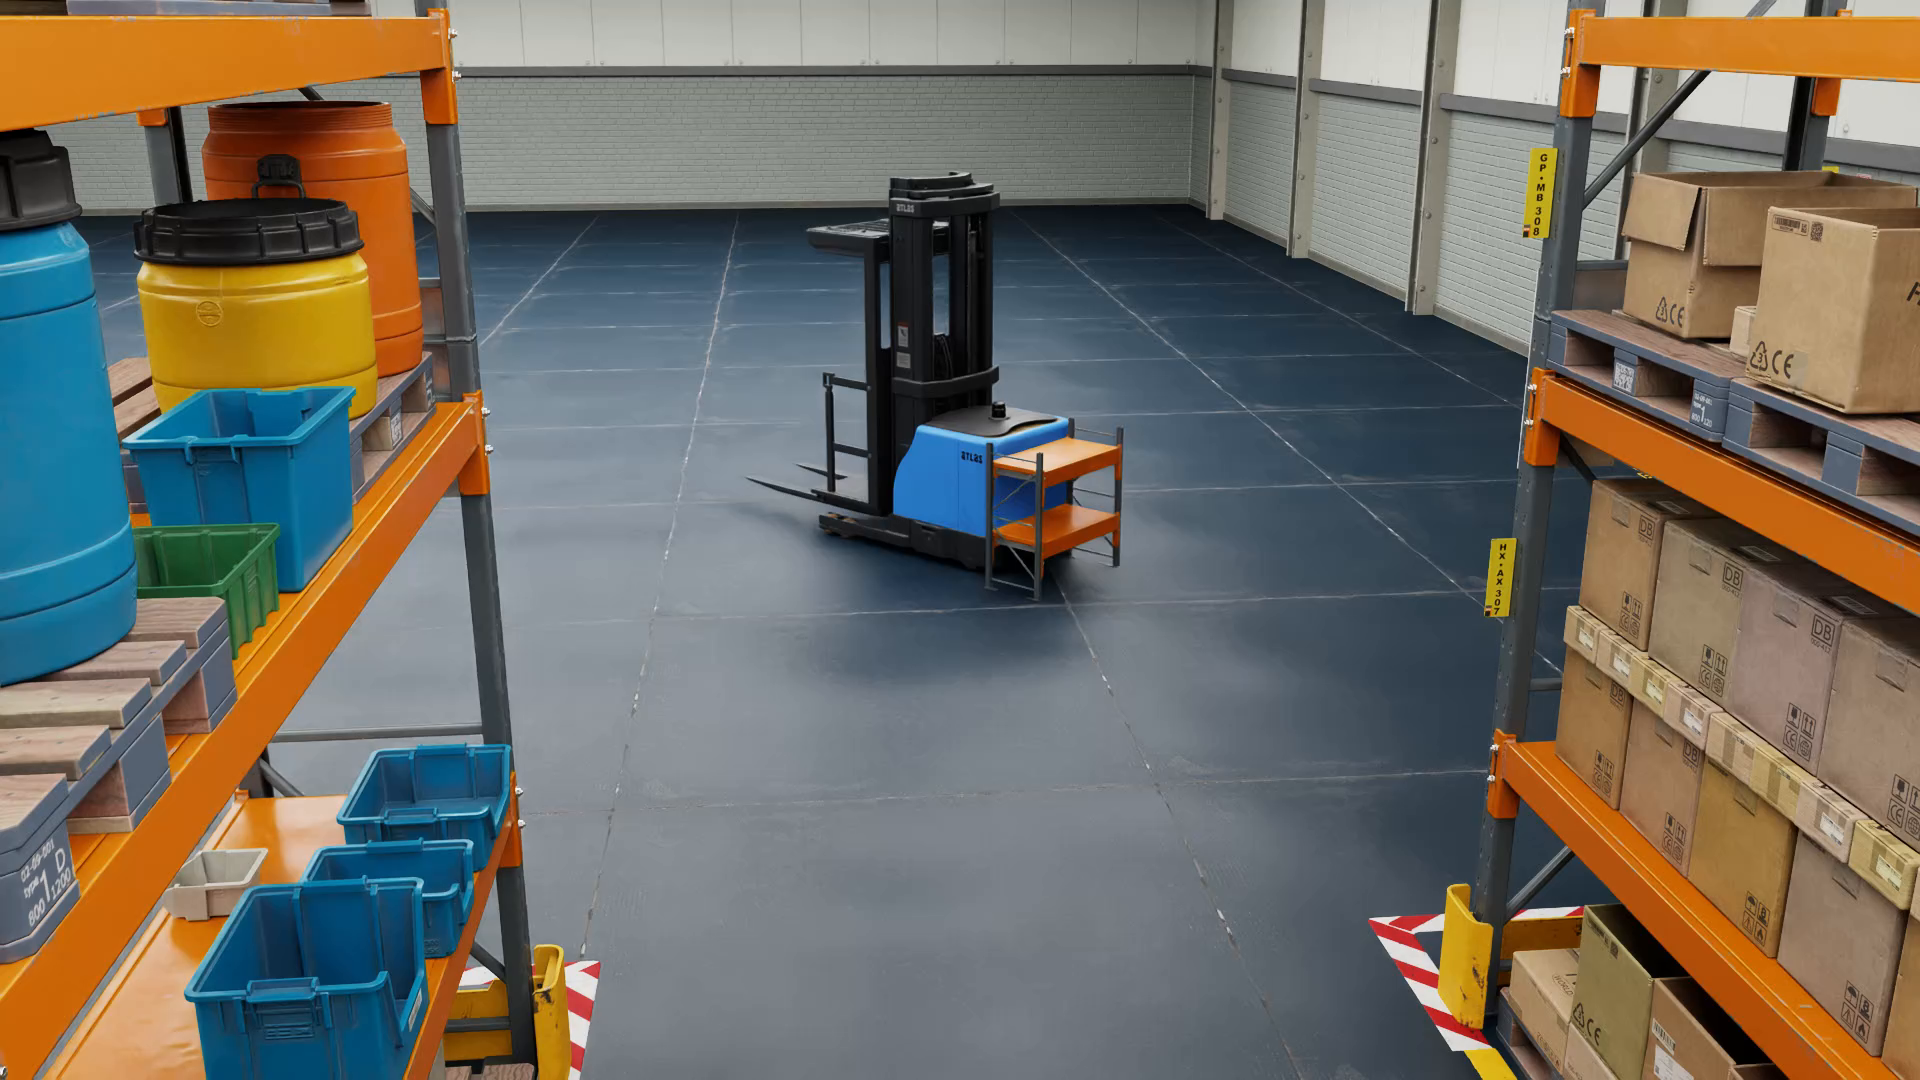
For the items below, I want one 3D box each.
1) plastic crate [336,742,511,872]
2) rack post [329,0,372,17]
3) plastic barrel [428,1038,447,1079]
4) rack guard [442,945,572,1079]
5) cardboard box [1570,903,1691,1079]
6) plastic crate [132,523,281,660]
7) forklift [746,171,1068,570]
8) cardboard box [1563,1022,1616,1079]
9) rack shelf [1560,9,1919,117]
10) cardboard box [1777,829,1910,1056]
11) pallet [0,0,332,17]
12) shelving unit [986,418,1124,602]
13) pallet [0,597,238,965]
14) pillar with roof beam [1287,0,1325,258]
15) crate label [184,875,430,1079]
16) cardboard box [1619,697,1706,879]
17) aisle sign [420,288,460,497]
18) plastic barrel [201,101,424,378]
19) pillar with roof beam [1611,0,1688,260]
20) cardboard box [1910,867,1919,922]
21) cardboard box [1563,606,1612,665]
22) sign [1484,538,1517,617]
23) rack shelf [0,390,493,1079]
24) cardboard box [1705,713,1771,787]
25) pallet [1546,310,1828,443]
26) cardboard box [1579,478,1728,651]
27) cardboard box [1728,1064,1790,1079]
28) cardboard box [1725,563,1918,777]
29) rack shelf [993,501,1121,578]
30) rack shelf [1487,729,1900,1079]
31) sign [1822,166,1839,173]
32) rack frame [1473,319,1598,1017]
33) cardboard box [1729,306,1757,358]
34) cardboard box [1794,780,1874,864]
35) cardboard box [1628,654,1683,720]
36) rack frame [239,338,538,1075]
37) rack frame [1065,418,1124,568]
[{"bbox_3d":[-1.877,0.949,5.895,0.499,0.251,0.616,-2,18,-6],"label":"plastic crate"},{"bbox_3d":[-2.275,-1.656,4.764,0.937,0.300,0.954,0,17,0],"label":"rack post"},{"bbox_3d":[-2.083,1.919,6.011,0.421,0.512,0.421,0,17,0],"label":"plastic barrel"},{"bbox_3d":[-2.172,1.952,6.625,1.175,0.500,0.348,-2,18,-6],"label":"rack guard"},{"bbox_3d":[2.588,1.656,6.033,0.500,0.500,0.500,-2,18,-6],"label":"cardboard box"},{"bbox_3d":[-1.706,0.121,3.629,0.336,0.188,0.450,-2,18,-6],"label":"plastic crate"},{"bbox_3d":[-0.537,-1.516,13.613,3.031,2.935,1.130,15,23,39],"label":"forklift"},{"bbox_3d":[2.590,2.013,6.146,0.500,0.250,0.500,-2,18,-6],"label":"cardboard box"},{"bbox_3d":[2.907,-1.146,4.173,1.077,0.370,4.000,-2,18,-6],"label":"rack shelf"},{"bbox_3d":[2.898,1.139,4.874,0.700,0.500,0.500,-1,17,-4],"label":"cardboard box"},{"bbox_3d":[-2.056,-1.260,3.652,1.003,0.211,1.213,-2,18,-6],"label":"pallet"},{"bbox_3d":[0.719,-0.249,12.592,0.538,1.125,1.048,14,22,37],"label":"shelving unit"},{"bbox_3d":[-1.986,0.377,2.776,1.213,0.211,1.003,-2,18,-6],"label":"pallet"},{"bbox_3d":[1.803,-9.266,28.167,9.100,9.000,0.400,-2,18,-6],"label":"pillar with roof beam"},{"bbox_3d":[-1.768,1.261,4.593,0.502,0.435,0.616,-2,18,-6],"label":"crate label"},{"bbox_3d":[2.795,0.834,5.845,0.700,0.500,0.500,-1,17,-4],"label":"cardboard box"},{"bbox_3d":[-1.939,-0.533,6.026,0.394,0.787,0.004,-2,18,-6],"label":"aisle sign"},{"bbox_3d":[-2.050,-0.957,5.293,0.600,0.830,0.708,-2,18,-6],"label":"plastic barrel"},{"bbox_3d":[3.040,-5.691,16.779,9.100,9.000,0.400,-2,18,-6],"label":"pillar with roof beam"},{"bbox_3d":[2.743,0.968,4.336,0.380,0.149,0.250,-1,17,-4],"label":"cardboard box"},{"bbox_3d":[2.527,0.353,6.296,0.380,0.149,0.250,-2,18,-6],"label":"cardboard box"},{"bbox_3d":[2.148,0.151,6.611,0.100,0.325,0.005,-2,18,-6],"label":"sign"},{"bbox_3d":[-2.020,0.246,4.078,1.077,0.370,4.000,-2,18,-6],"label":"rack shelf"},{"bbox_3d":[2.635,0.660,5.317,0.380,0.149,0.250,-2,18,-7],"label":"cardboard box"},{"bbox_3d":[2.748,-0.591,5.692,1.003,0.211,1.213,-2,18,-6],"label":"pallet"},{"bbox_3d":[2.741,0.075,6.098,0.700,0.500,0.500,-2,18,-5],"label":"cardboard box"},{"bbox_3d":[2.687,1.954,5.084,0.500,0.500,0.500,-2,18,-6],"label":"cardboard box"},{"bbox_3d":[2.854,0.382,5.121,0.700,0.500,0.500,-2,18,-5],"label":"cardboard box"},{"bbox_3d":[0.719,-0.016,12.665,0.538,0.278,1.000,14,22,37],"label":"rack shelf"},{"bbox_3d":[2.907,1.525,5.012,1.077,0.370,4.000,-2,18,-6],"label":"rack shelf"},{"bbox_3d":[3.242,-1.242,6.272,0.100,0.325,0.005,-2,18,-6],"label":"sign"},{"bbox_3d":[2.701,0.586,6.802,1.000,3.000,0.127,-2,18,-6],"label":"rack frame"},{"bbox_3d":[2.647,-0.636,5.172,0.380,0.149,0.250,-2,18,-6],"label":"cardboard box"},{"bbox_3d":[2.685,0.811,4.837,0.380,0.149,0.250,-2,18,-5],"label":"cardboard box"},{"bbox_3d":[2.581,0.506,5.809,0.380,0.149,0.250,-2,18,-5],"label":"cardboard box"},{"bbox_3d":[-2.227,0.738,6.318,1.000,3.000,0.127,-2,18,-6],"label":"rack frame"},{"bbox_3d":[1.043,-0.366,12.966,0.500,1.125,0.032,14,22,37],"label":"rack frame"}]
